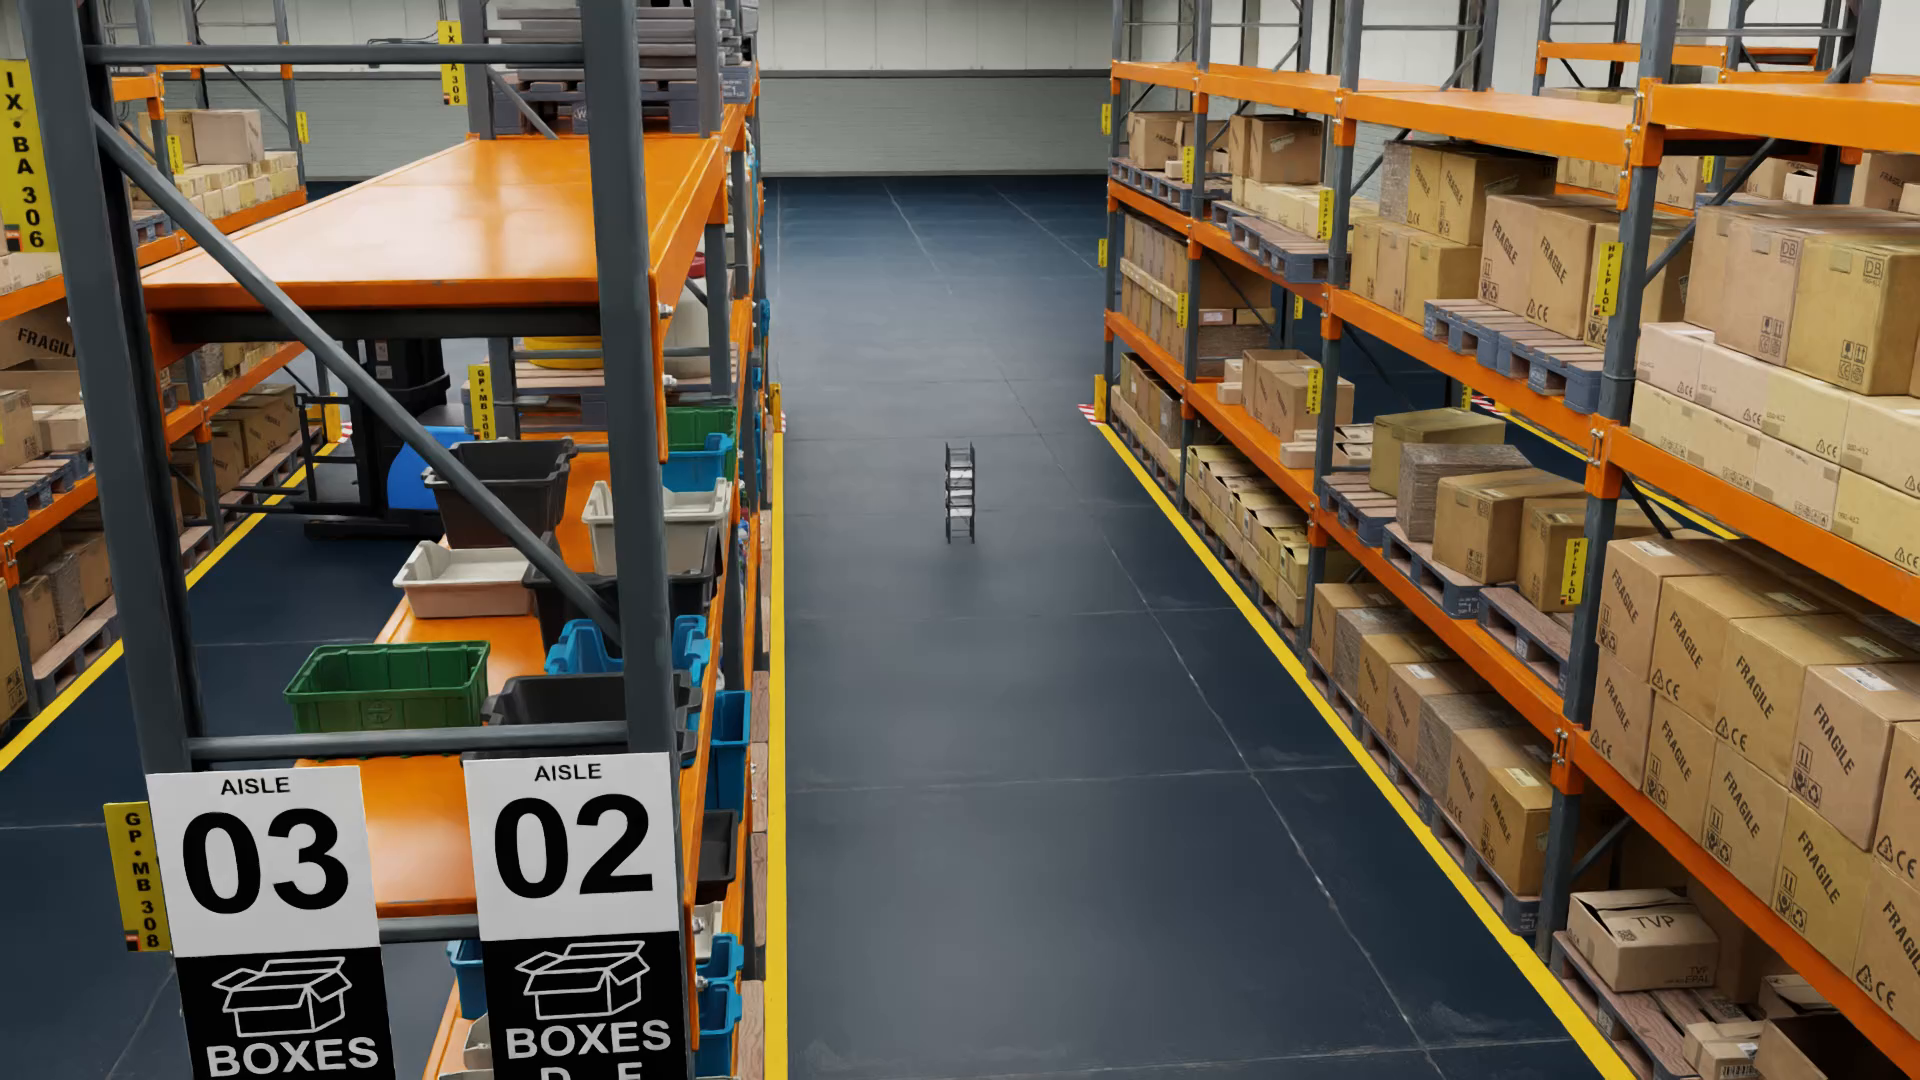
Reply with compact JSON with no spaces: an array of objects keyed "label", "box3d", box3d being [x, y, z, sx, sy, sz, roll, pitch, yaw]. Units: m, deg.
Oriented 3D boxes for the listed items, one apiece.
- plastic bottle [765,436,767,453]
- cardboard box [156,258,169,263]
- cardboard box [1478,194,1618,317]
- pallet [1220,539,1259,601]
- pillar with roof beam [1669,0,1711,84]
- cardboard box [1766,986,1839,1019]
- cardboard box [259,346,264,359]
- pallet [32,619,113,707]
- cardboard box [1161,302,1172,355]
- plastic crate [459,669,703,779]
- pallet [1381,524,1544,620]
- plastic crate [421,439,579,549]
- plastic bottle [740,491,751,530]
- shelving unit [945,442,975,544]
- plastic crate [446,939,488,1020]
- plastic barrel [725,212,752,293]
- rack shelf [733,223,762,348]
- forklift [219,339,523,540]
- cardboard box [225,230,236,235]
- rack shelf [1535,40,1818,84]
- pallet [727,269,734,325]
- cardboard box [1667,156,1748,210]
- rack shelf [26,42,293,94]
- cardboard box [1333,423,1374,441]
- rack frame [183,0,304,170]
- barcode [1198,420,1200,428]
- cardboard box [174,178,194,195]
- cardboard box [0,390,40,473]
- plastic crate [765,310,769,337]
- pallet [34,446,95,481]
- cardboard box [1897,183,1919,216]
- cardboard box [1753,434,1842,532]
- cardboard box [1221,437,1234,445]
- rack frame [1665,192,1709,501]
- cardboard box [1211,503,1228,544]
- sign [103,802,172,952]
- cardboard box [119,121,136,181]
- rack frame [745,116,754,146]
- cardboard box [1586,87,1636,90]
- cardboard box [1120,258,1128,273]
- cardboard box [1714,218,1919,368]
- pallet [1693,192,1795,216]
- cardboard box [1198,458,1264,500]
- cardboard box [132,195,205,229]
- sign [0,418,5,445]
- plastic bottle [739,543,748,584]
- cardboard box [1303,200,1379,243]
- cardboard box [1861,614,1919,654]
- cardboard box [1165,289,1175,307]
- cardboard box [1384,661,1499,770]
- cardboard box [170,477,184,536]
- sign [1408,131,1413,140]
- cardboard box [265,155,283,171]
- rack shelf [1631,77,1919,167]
[{"label":"plastic bottle","box3d":[-2.060,-0.986,17.072,0.144,0.351,0.185,-1,17,-3]},{"label":"cardboard box","box3d":[-7.080,-2.353,15.405,0.500,0.500,0.500,-2,18,-6]},{"label":"cardboard box","box3d":[3.326,-1.594,9.276,0.600,0.600,0.600,-2,18,-8]},{"label":"pallet","box3d":[2.864,0.212,14.221,1.003,0.211,1.213,-2,18,-6]},{"label":"pillar with roof beam","box3d":[3.785,-5.594,18.045,9.100,9.000,0.400,-2,18,-6]},{"label":"cardboard box","box3d":[3.864,2.140,7.180,0.500,0.311,0.500,-2,18,-6]},{"label":"cardboard box","box3d":[-7.196,-1.869,16.614,0.380,0.149,0.250,-2,18,-6]},{"label":"pallet","box3d":[-6.900,0.894,12.051,1.003,0.211,1.213,-2,18,-6]},{"label":"cardboard box","box3d":[2.459,-2.187,17.041,0.700,0.500,0.500,-2,17,-5]},{"label":"plastic crate","box3d":[-0.832,0.534,3.751,0.497,0.269,0.590,-2,18,-6]},{"label":"pallet","box3d":[3.238,0.162,10.047,1.003,0.211,1.213,-2,18,-6]},{"label":"plastic crate","box3d":[-1.627,-0.156,5.948,0.497,0.269,0.590,-2,18,-6]},{"label":"plastic bottle","box3d":[-1.428,-0.194,11.055,0.061,0.283,0.133,-2,18,-6]},{"label":"shelving unit","box3d":[0.001,-0.427,15.107,0.258,0.900,0.210,-2,18,-6]},{"label":"plastic crate","box3d":[-1.536,1.474,5.727,0.416,0.233,0.300,-2,18,-6]},{"label":"plastic barrel","box3d":[-1.622,-1.944,11.238,0.421,0.512,0.421,0,17,0]},{"label":"rack shelf","box3d":[-2.101,-2.041,12.936,1.077,0.370,4.000,-2,18,-6]},{"label":"forklift","box3d":[-5.601,-1.557,15.317,3.031,2.935,1.130,2,18,5]},{"label":"cardboard box","box3d":[-7.816,-2.933,17.251,0.500,0.500,0.500,-2,18,-6]},{"label":"rack shelf","box3d":[7.341,-4.968,17.258,1.077,0.370,4.000,-2,18,-6]},{"label":"pallet","box3d":[-1.913,-1.467,10.223,1.003,0.211,1.213,-2,18,-6]},{"label":"cardboard box","box3d":[7.249,-3.487,16.140,0.500,0.500,0.500,-1,17,-4]},{"label":"rack shelf","box3d":[-7.440,-4.509,15.796,1.077,0.370,4.000,-2,18,-6]},{"label":"cardboard box","box3d":[3.133,-0.739,12.745,0.500,0.311,0.500,-2,18,-6]},{"label":"rack frame","box3d":[-7.646,-5.450,17.585,1.000,3.000,0.127,-2,18,-6]},{"label":"barcode","box3d":[2.232,-1.087,15.541,0.001,0.075,0.075,-2,18,-6]},{"label":"cardboard box","box3d":[-7.056,-3.129,14.786,0.380,0.149,0.250,-3,18,-8]},{"label":"cardboard box","box3d":[-7.074,-0.775,11.843,0.700,0.500,0.500,1,17,3]},{"label":"plastic crate","box3d":[-2.309,-2.336,17.931,0.499,0.251,0.408,-2,18,-6]},{"label":"pallet","box3d":[-7.066,-0.701,12.795,1.003,0.211,1.213,-2,18,-6]},{"label":"cardboard box","box3d":[7.918,-2.542,13.126,0.797,0.503,0.637,1,17,2]},{"label":"cardboard box","box3d":[3.347,-0.226,6.205,0.500,0.250,0.500,-2,18,-6]},{"label":"cardboard box","box3d":[2.884,-1.095,16.367,0.500,0.500,0.500,-2,18,-6]},{"label":"rack frame","box3d":[7.547,-1.855,16.150,1.000,3.000,0.127,-2,18,-6]},{"label":"cardboard box","box3d":[2.523,-0.155,14.625,0.500,0.250,0.500,-2,18,-7]},{"label":"sign","box3d":[-1.615,0.667,3.284,0.100,0.325,0.005,-2,18,-6]},{"label":"cardboard box","box3d":[-7.534,-3.381,14.506,0.500,0.500,0.500,-2,18,-7]},{"label":"rack frame","box3d":[-2.307,-4.411,14.277,1.000,3.000,0.127,-2,18,-6]},{"label":"cardboard box","box3d":[7.439,-4.892,18.946,0.500,0.500,0.500,-1,17,-3]},{"label":"cardboard box","box3d":[2.034,-3.126,18.950,0.380,0.149,0.250,-2,18,-6]},{"label":"cardboard box","box3d":[3.444,-0.976,6.507,0.700,0.500,0.500,-2,18,-6]},{"label":"pallet","box3d":[7.505,-3.009,15.133,1.213,0.211,1.003,-2,18,-6]},{"label":"cardboard box","box3d":[2.461,-0.577,15.032,0.500,0.311,0.500,-2,18,-6]},{"label":"cardboard box","box3d":[-7.025,-2.897,14.713,0.500,0.250,0.500,-2,18,-8]},{"label":"sign","box3d":[-6.269,-0.775,10.776,0.100,0.325,0.005,-2,18,-6]},{"label":"plastic bottle","box3d":[-1.311,0.146,9.970,0.061,0.283,0.133,-2,18,-6]},{"label":"cardboard box","box3d":[2.858,-2.358,12.294,0.500,0.250,0.500,-1,17,-4]},{"label":"cardboard box","box3d":[3.862,0.603,6.484,0.500,0.500,0.500,-2,18,-5]},{"label":"cardboard box","box3d":[2.276,-2.435,16.750,0.380,0.149,0.250,-2,18,-6]},{"label":"cardboard box","box3d":[2.961,1.079,10.244,0.500,0.500,0.500,-2,18,-8]},{"label":"cardboard box","box3d":[-7.192,-0.229,14.412,0.700,0.500,0.500,-3,18,-10]},{"label":"sign","box3d":[7.330,-6.501,27.080,0.001,0.298,0.199,-2,18,-6]},{"label":"cardboard box","box3d":[-7.260,-3.905,17.257,0.380,0.149,0.250,-3,18,-8]},{"label":"rack shelf","box3d":[3.652,-1.239,5.379,1.077,0.370,4.000,-2,18,-6]}]
